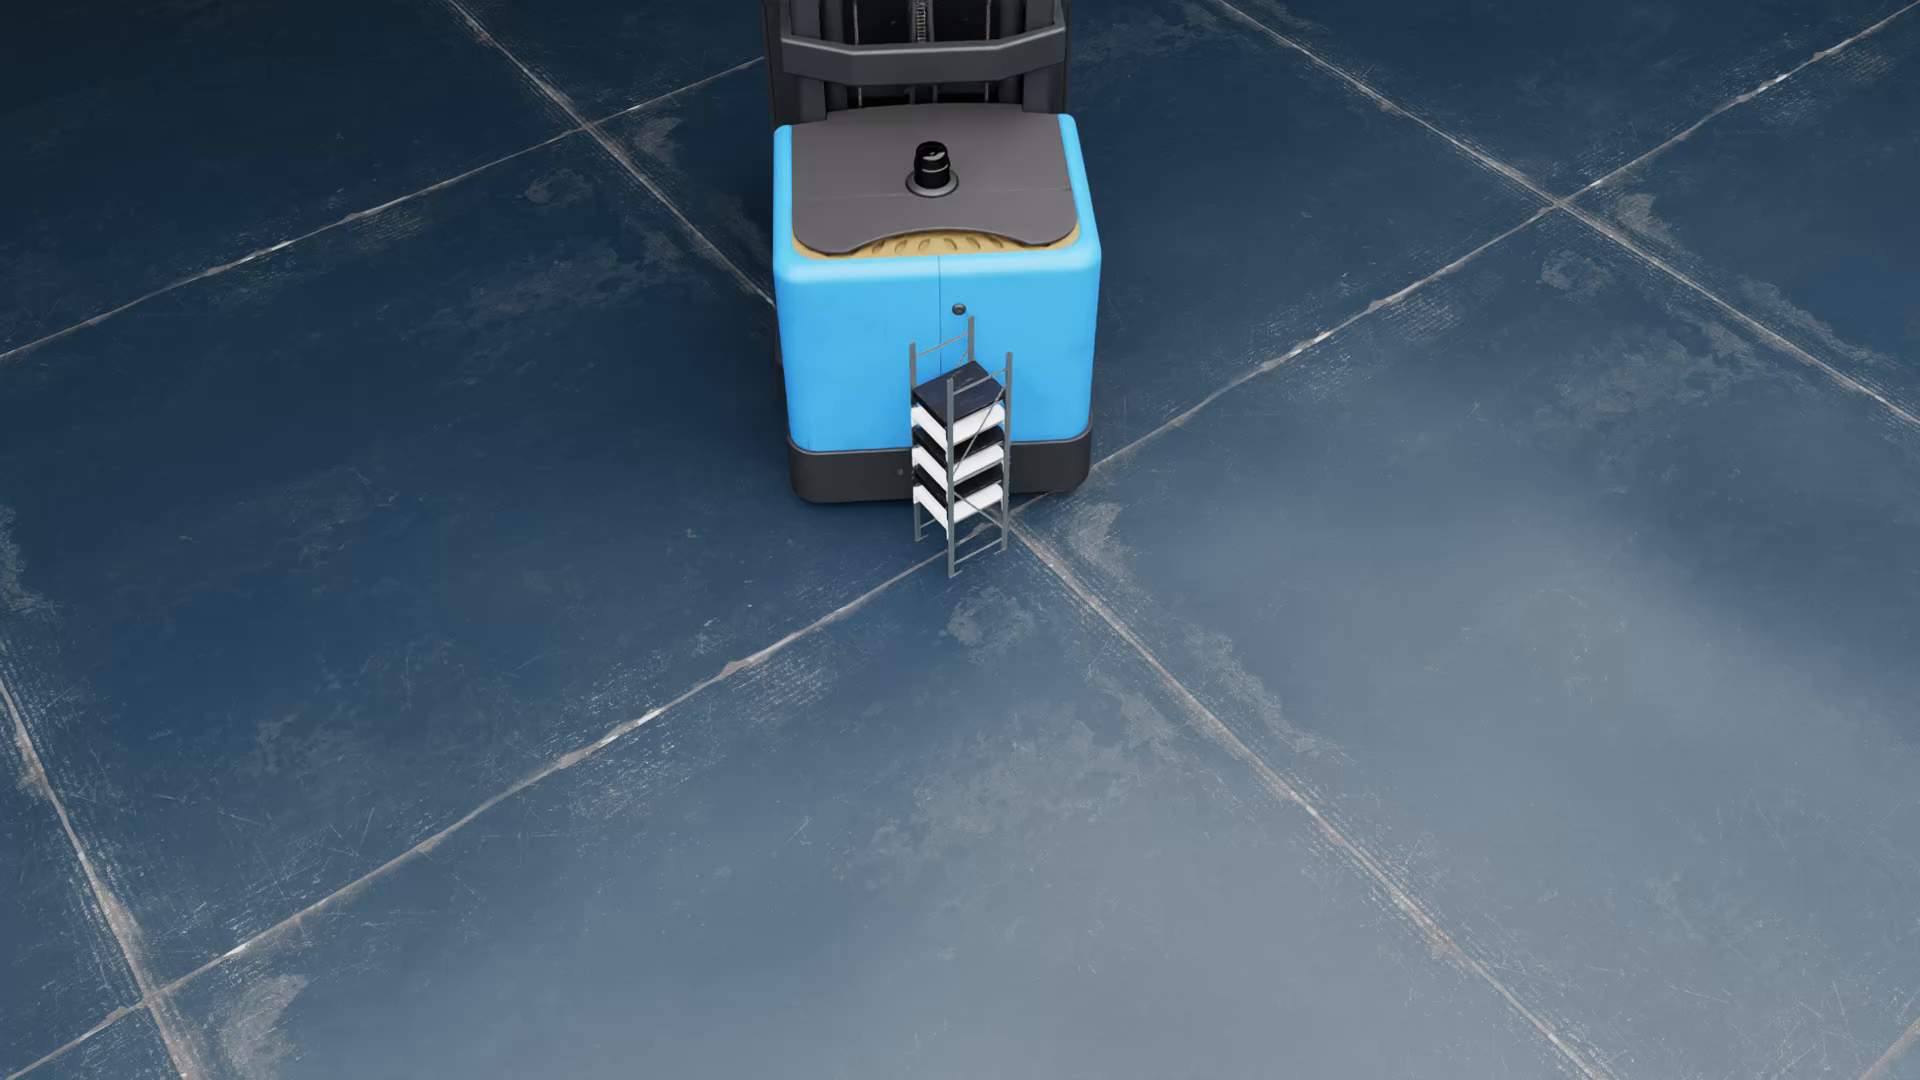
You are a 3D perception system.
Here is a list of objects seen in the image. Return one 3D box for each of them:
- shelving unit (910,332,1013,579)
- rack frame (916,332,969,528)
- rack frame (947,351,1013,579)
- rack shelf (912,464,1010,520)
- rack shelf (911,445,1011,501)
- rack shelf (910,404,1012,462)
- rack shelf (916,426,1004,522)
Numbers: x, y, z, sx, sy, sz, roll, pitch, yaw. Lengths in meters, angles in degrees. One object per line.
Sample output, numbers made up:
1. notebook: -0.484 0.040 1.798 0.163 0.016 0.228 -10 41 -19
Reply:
1. shelving unit: 0.003 -0.284 5.400 0.258 0.900 0.208 -27 53 -22
2. rack frame: -0.056 -0.346 5.456 0.228 0.785 0.003 -27 53 -22
3. rack frame: 0.060 -0.222 5.344 0.240 0.900 0.006 -27 53 -22
4. rack shelf: 0.003 -0.201 5.492 0.258 0.077 0.200 -27 53 -22
5. rack shelf: 0.003 -0.262 5.425 0.258 0.077 0.200 -27 53 -22
6. rack shelf: 0.003 -0.383 5.292 0.258 0.077 0.200 -27 53 -22
7. rack shelf: 0.003 -0.250 5.438 0.221 0.281 0.190 -27 53 -22
